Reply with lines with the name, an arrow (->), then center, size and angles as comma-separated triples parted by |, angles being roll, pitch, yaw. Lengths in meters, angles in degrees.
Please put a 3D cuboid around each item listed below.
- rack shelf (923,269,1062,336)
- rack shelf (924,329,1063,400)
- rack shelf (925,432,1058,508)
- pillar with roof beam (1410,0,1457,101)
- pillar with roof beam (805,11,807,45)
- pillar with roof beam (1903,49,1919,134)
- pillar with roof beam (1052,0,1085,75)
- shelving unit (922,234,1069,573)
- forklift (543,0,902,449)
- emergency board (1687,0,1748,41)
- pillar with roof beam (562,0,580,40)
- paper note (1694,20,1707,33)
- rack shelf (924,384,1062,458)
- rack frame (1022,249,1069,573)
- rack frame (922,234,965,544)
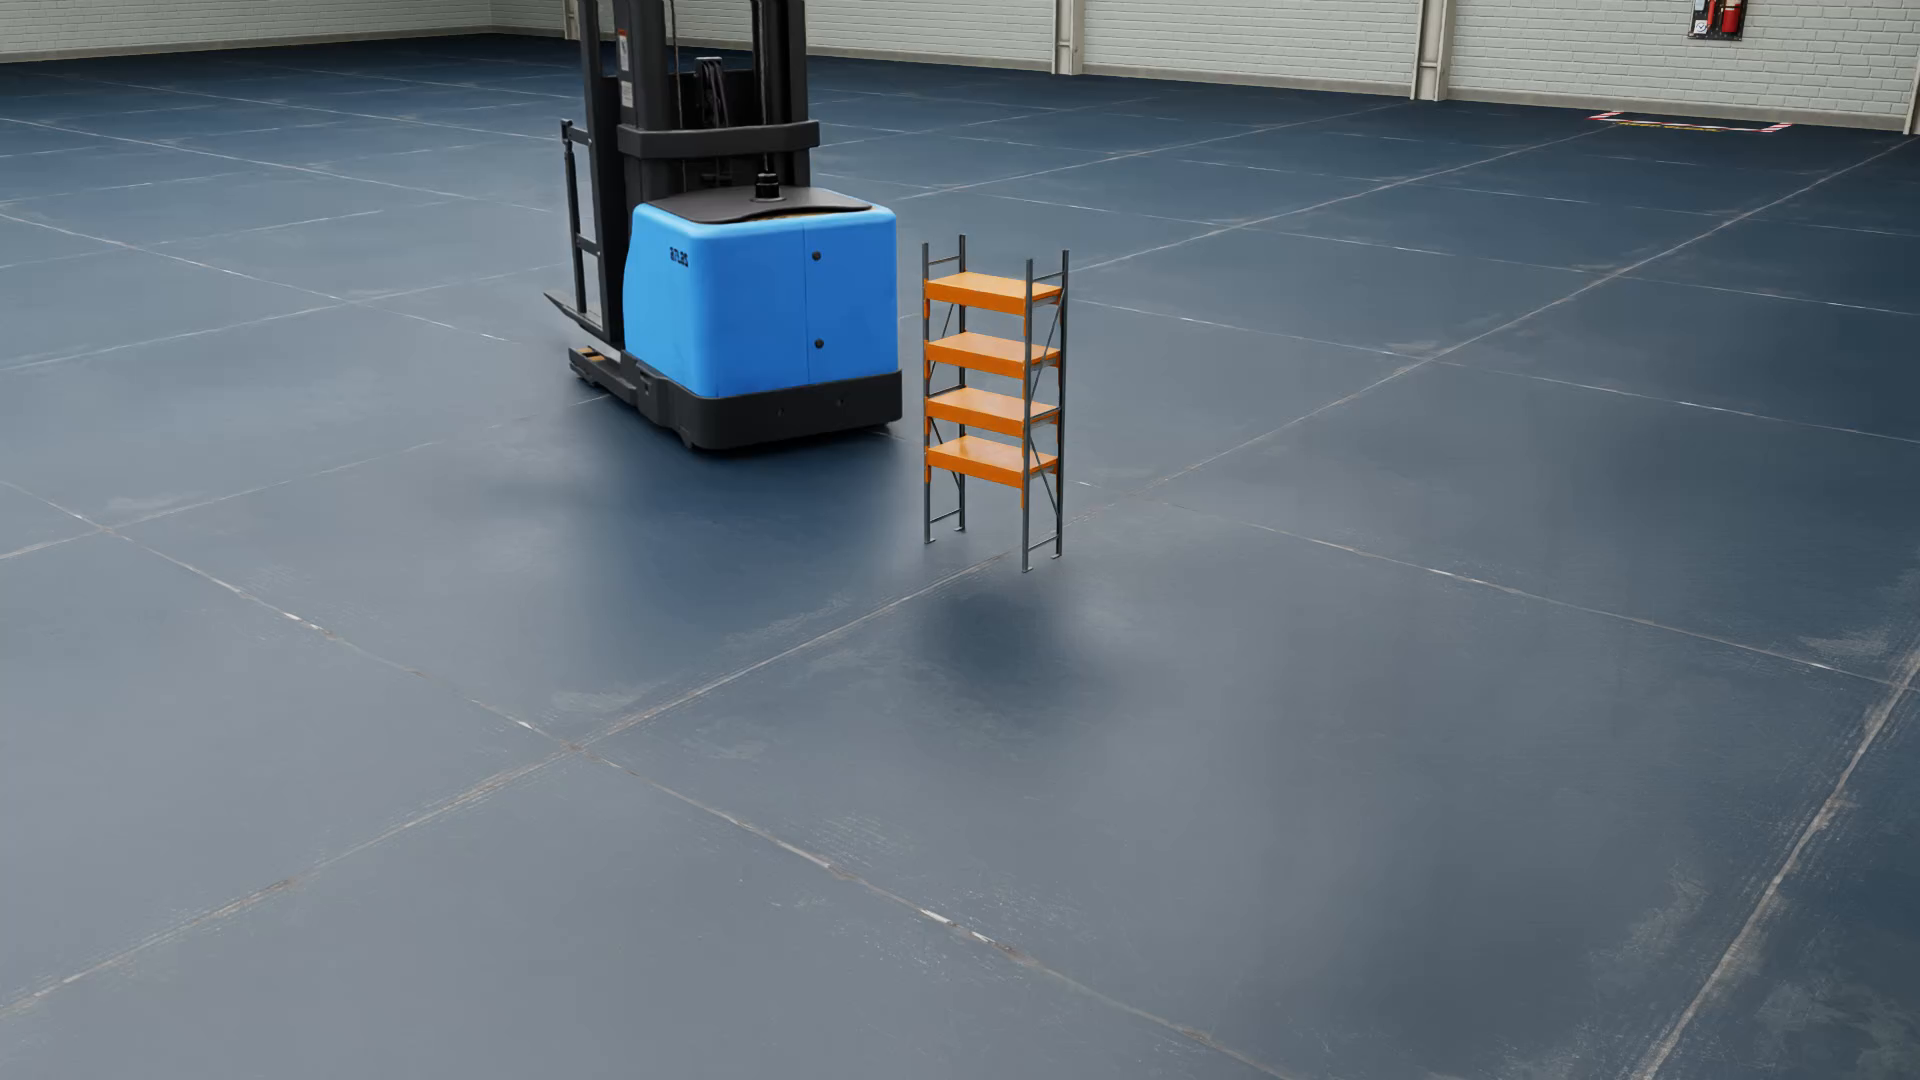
rack shelf -> 0.128, -0.892, 6.220 | 0.480, 0.148, 0.258 | 16, 26, 36
rack shelf -> 0.128, -0.671, 6.303 | 0.480, 0.148, 0.258 | 16, 26, 36
rack shelf -> 0.128, -0.276, 6.452 | 0.480, 0.148, 0.258 | 16, 26, 36
pillar with roof beam -> 3.607, -8.989, 17.753 | 0.400, 9.000, 9.100 | 16, 26, 36
pillar with roof beam -> -5.690, -11.667, 24.852 | 0.400, 9.000, 9.100 | 16, 26, 36
pillar with roof beam -> 8.255, -7.651, 14.203 | 0.400, 9.000, 9.100 | 16, 26, 36
pillar with roof beam -> -1.042, -10.328, 21.302 | 0.400, 9.000, 9.100 | 16, 26, 36
shelving unit -> 0.128, -0.524, 6.359 | 0.503, 1.200, 0.258 | 16, 26, 36
forklift -> -1.454, -2.256, 8.496 | 1.130, 2.935, 3.031 | -12, 24, -28
emergency board -> 9.087, -6.582, 19.872 | 0.643, 1.169, 0.194 | 16, 26, 36
pillar with roof beam -> -10.338, -13.005, 28.402 | 0.400, 9.000, 9.100 | 16, 26, 36
paper note -> 8.993, -6.228, 20.182 | 0.142, 0.148, 0.016 | 16, 26, 36
rack shelf -> 0.128, -0.462, 6.382 | 0.480, 0.148, 0.258 | 16, 26, 36
rack frame -> 0.317, -0.470, 6.214 | 0.015, 1.200, 0.240 | 16, 26, 36
rack frame -> -0.061, -0.579, 6.503 | 0.015, 1.200, 0.240 | 16, 26, 36
